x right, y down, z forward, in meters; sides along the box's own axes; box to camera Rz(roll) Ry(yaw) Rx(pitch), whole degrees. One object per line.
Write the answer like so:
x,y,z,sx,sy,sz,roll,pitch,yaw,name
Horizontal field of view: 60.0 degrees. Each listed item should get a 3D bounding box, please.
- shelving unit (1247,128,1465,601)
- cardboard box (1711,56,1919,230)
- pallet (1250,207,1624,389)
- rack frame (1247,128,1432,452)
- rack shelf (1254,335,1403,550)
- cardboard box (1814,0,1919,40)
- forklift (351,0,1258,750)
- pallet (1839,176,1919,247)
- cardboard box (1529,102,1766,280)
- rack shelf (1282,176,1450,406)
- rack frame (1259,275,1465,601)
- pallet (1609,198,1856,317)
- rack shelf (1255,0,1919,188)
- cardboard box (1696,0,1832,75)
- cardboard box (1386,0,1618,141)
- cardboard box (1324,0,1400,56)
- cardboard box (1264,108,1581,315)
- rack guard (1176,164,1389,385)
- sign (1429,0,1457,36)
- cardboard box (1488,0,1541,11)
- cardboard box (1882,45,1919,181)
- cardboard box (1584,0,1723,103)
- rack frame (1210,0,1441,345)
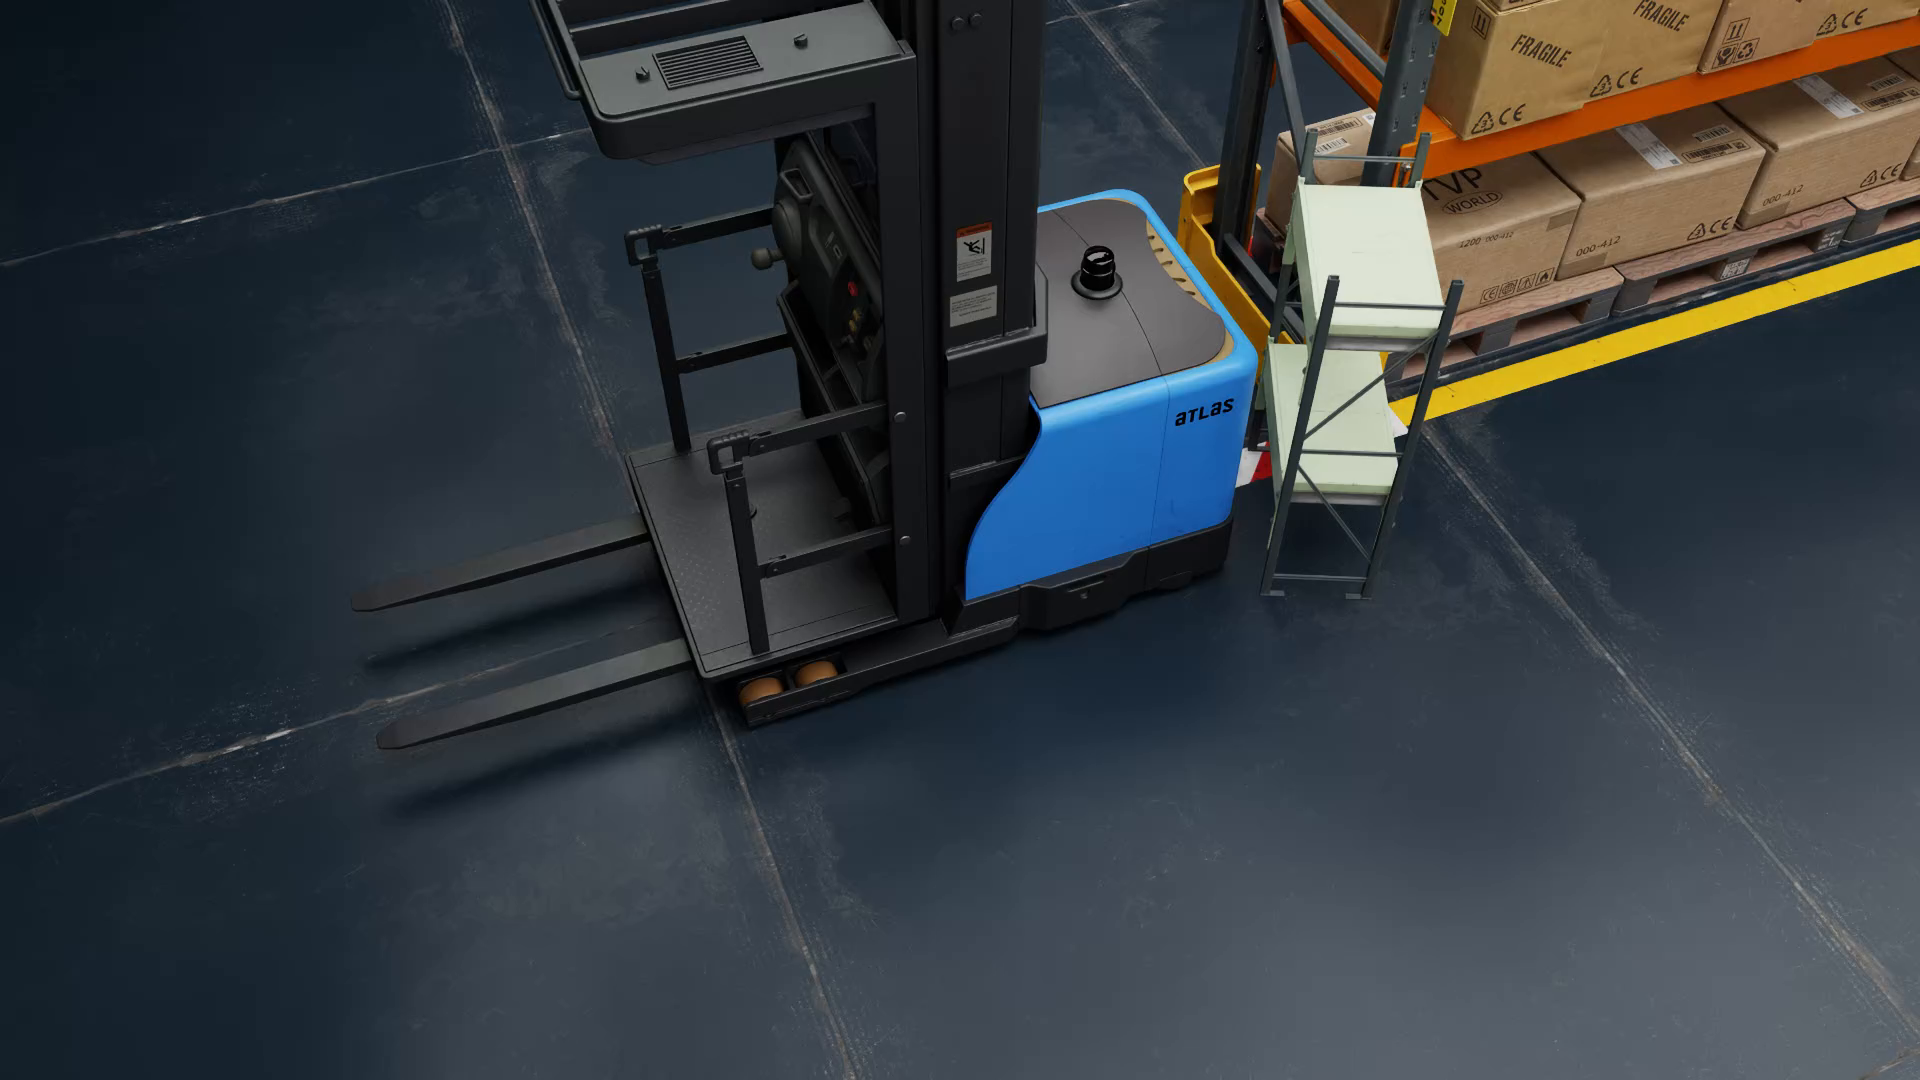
1.315,-0.562,5.744,0.431,1.500,0.755,2,49,2,shelving unit
3.559,-1.893,7.311,0.875,0.438,0.875,-19,52,-15,cardboard box
2.017,-1.181,7.126,1.213,0.211,1.003,-17,52,-14,pallet
1.334,-0.839,5.982,0.400,1.500,0.023,2,49,2,rack frame
1.315,-0.350,5.991,0.431,0.370,0.720,2,49,2,rack shelf
3.253,-2.228,6.120,0.500,0.500,0.500,-16,51,-13,cardboard box
-0.587,-0.784,4.991,3.031,2.935,1.130,-16,51,-14,forklift
4.276,-1.881,7.727,1.213,0.211,1.003,-17,52,-14,pallet
2.724,-1.636,7.090,0.875,0.438,0.875,-16,51,-13,cardboard box
1.315,-0.816,5.448,0.431,0.370,0.720,2,49,2,rack shelf
1.295,-0.285,5.506,0.400,1.500,0.023,2,49,2,rack frame
3.145,-1.529,7.424,1.213,0.211,1.003,-17,52,-14,pallet
3.158,-2.145,6.589,4.000,0.370,1.077,-17,52,-14,rack shelf
2.795,-2.072,5.986,0.500,0.500,0.500,-17,52,-14,cardboard box
1.860,-1.774,5.731,0.500,0.500,0.500,-18,52,-15,cardboard box
1.653,-2.162,6.064,0.500,0.500,0.500,-17,51,-14,cardboard box
1.880,-1.367,6.859,0.875,0.438,0.875,-19,52,-15,cardboard box
1.285,-0.984,6.766,0.348,0.500,1.175,-17,52,-14,rack guard
1.511,-1.722,5.129,0.005,0.325,0.100,-17,52,-14,sign
1.859,-2.102,5.353,0.500,0.500,0.500,-18,52,-15,cardboard box
4.388,-2.150,7.532,0.875,0.438,0.875,-18,52,-15,cardboard box
2.317,-1.939,5.872,0.500,0.500,0.500,-18,52,-15,cardboard box
1.307,-1.806,5.823,0.127,3.000,1.000,-17,52,-14,rack frame
